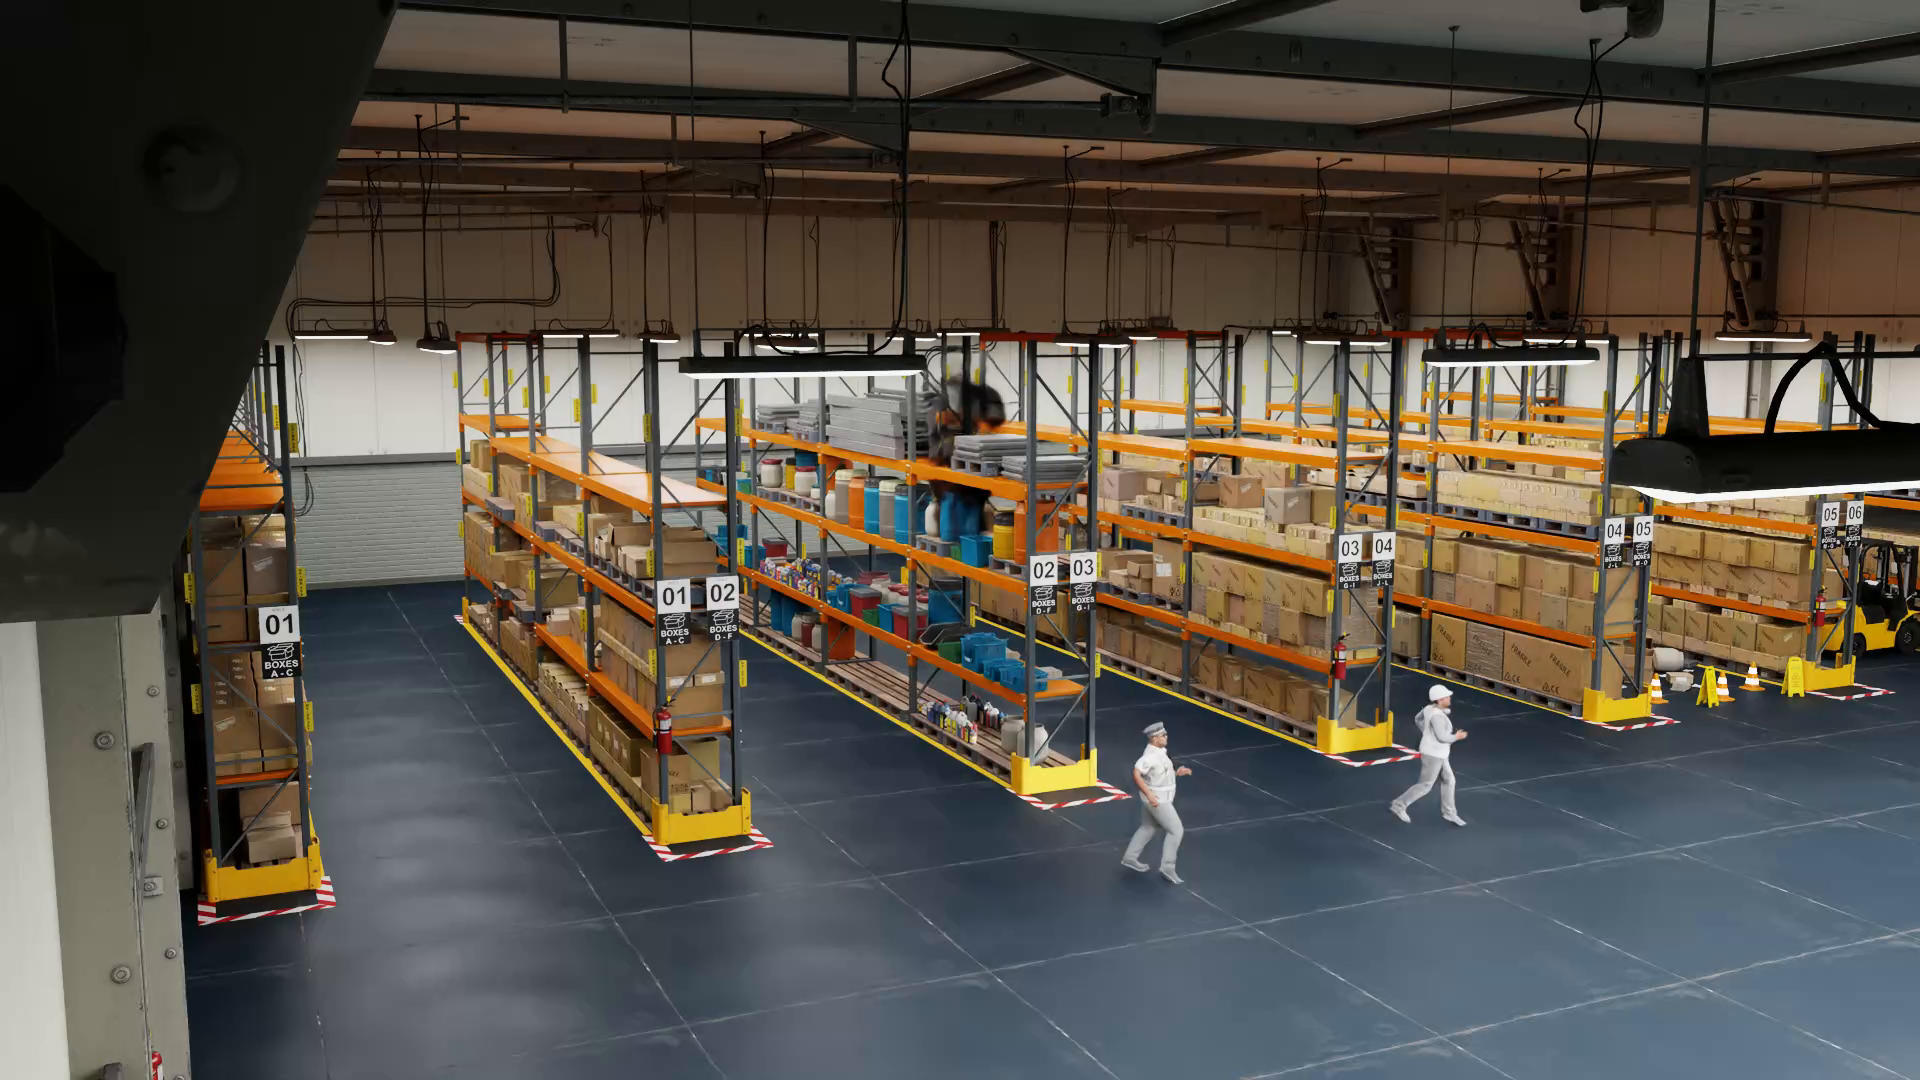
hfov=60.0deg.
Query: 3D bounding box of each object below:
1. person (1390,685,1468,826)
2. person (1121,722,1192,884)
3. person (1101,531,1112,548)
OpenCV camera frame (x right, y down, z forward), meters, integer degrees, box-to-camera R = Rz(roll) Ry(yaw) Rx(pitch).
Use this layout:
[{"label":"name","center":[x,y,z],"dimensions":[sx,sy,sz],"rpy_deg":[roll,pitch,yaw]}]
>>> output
[{"label":"person","center":[5.840,2.678,20.656],"dimensions":[0.954,1.806,0.665],"rpy_deg":[1,8,9]},{"label":"person","center":[2.213,2.955,18.713],"dimensions":[0.782,1.848,0.637],"rpy_deg":[0,8,2]},{"label":"person","center":[3.677,-0.104,41.790],"dimensions":[0.540,1.620,0.600],"rpy_deg":[-5,9,-32]}]
